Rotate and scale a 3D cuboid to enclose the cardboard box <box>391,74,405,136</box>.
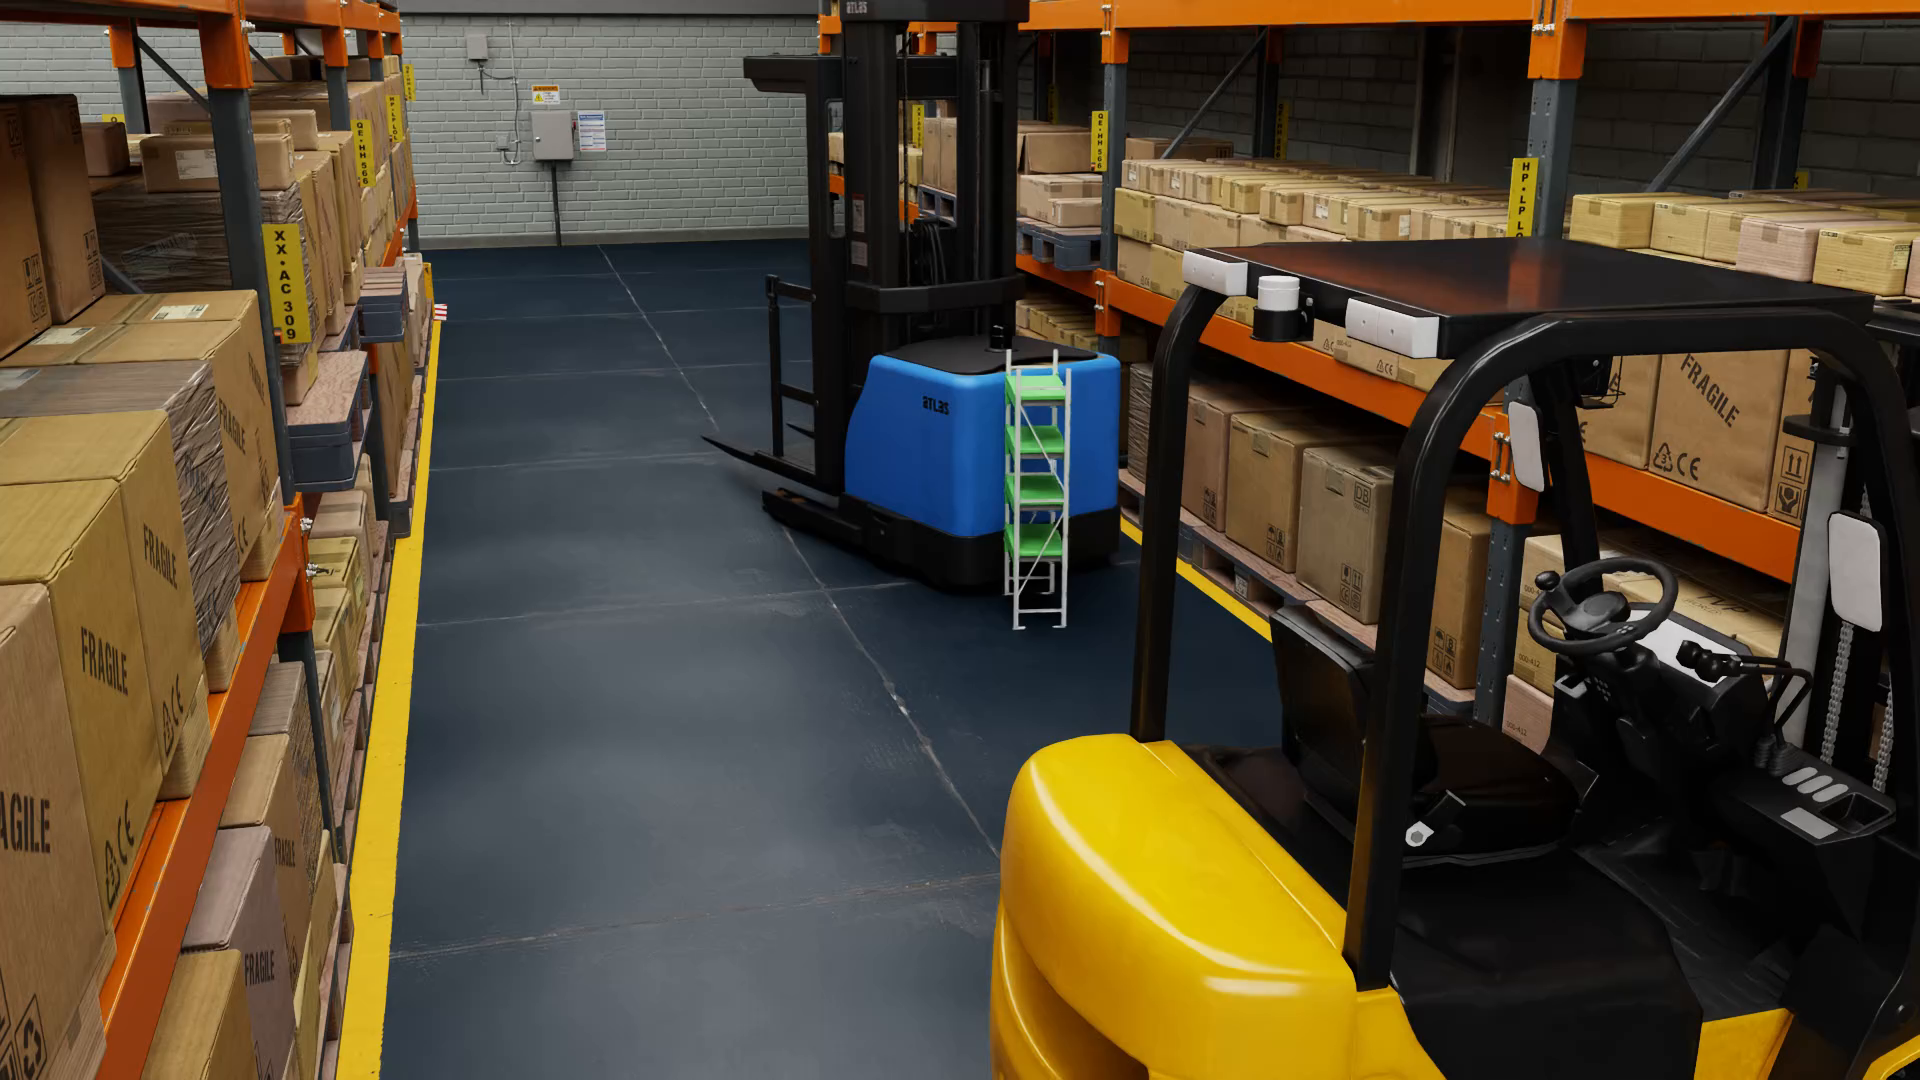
[{"bbox_3d":[-5.007,-3.696,14.130,0.500,0.500,0.500,-5,17,-16],"label":"cardboard box"}]

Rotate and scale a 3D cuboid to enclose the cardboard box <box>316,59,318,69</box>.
[{"bbox_3d":[-5.078,-3.574,12.597,0.380,0.149,0.250,-5,17,-16],"label":"cardboard box"}]

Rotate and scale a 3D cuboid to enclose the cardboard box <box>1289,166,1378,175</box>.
[{"bbox_3d":[1.907,-1.826,8.515,0.380,0.149,0.250,-5,17,-16],"label":"cardboard box"}]

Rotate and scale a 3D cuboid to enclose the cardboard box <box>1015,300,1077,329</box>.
[{"bbox_3d":[0.580,-1.544,11.365,0.380,0.149,0.250,-6,18,-18],"label":"cardboard box"}]

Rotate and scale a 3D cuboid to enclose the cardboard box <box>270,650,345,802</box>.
[{"bbox_3d":[-2.522,0.669,5.350,0.950,0.372,0.625,-4,17,-15],"label":"cardboard box"}]

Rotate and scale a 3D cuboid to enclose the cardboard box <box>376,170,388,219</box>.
[{"bbox_3d":[-3.769,-2.101,10.123,0.500,0.250,0.500,-4,17,-14],"label":"cardboard box"}]

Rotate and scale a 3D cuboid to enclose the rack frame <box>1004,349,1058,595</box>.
[{"bbox_3d":[0.336,-0.311,7.903,0.240,1.200,0.015,-1,17,-3],"label":"rack frame"}]

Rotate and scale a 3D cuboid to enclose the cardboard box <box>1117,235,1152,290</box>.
[{"bbox_3d":[1.184,-1.530,9.092,0.500,0.250,0.500,-5,17,-15],"label":"cardboard box"}]

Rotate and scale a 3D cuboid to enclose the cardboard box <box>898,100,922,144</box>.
[{"bbox_3d":[-0.623,-3.825,14.911,0.500,0.500,0.500,-4,17,-14],"label":"cardboard box"}]

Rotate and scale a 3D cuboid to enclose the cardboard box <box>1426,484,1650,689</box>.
[{"bbox_3d":[2.242,0.155,6.618,0.875,0.625,0.625,-4,17,-13],"label":"cardboard box"}]

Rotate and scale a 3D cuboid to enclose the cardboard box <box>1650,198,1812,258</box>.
[{"bbox_3d":[2.374,-0.963,5.125,0.380,0.149,0.250,-4,17,-14],"label":"cardboard box"}]

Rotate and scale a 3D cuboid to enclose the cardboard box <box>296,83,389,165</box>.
[{"bbox_3d":[-4.060,-2.737,10.938,0.500,0.500,0.500,-4,17,-14],"label":"cardboard box"}]

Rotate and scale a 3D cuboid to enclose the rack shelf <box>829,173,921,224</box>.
[{"bbox_3d":[-0.352,-3.059,15.171,1.077,0.370,4.000,-5,17,-15],"label":"rack shelf"}]

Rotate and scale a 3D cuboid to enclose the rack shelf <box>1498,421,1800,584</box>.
[{"bbox_3d":[2.946,0.261,4.121,1.077,0.370,4.000,-5,17,-15],"label":"rack shelf"}]

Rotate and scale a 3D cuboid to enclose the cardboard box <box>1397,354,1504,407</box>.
[{"bbox_3d":[2.006,-0.684,6.276,0.500,0.250,0.500,-4,17,-14],"label":"cardboard box"}]

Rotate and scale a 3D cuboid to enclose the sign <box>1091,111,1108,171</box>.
[{"bbox_3d":[0.778,-2.215,9.236,0.100,0.325,0.005,-5,17,-15],"label":"sign"}]

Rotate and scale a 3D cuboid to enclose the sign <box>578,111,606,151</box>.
[{"bbox_3d":[-4.767,-5.297,21.539,0.329,0.494,0.001,-5,17,-15],"label":"sign"}]

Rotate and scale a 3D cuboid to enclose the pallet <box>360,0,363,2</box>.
[{"bbox_3d":[-4.274,-3.552,10.681,0.805,0.209,1.217,-5,18,-17],"label":"pallet"}]

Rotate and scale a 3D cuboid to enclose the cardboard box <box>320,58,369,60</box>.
[{"bbox_3d":[-4.497,-3.471,12.256,0.380,0.149,0.250,-4,17,-14],"label":"cardboard box"}]

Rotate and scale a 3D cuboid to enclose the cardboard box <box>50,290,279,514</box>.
[{"bbox_3d":[-2.014,-0.331,4.149,0.500,0.500,0.500,-5,17,-17],"label":"cardboard box"}]

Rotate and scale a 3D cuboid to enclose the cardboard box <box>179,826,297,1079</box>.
[{"bbox_3d":[-1.672,0.937,3.365,0.500,0.500,0.500,-4,17,-12],"label":"cardboard box"}]

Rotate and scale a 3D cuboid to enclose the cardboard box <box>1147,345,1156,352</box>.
[{"bbox_3d":[1.335,-1.024,10.761,0.500,0.500,0.500,-5,17,-15],"label":"cardboard box"}]

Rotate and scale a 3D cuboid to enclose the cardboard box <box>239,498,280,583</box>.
[{"bbox_3d":[-1.919,0.010,4.142,0.380,0.149,0.250,-4,17,-14],"label":"cardboard box"}]

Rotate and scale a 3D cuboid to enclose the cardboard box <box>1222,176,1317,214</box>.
[{"bbox_3d":[1.466,-1.635,7.878,0.380,0.149,0.250,-4,17,-14],"label":"cardboard box"}]

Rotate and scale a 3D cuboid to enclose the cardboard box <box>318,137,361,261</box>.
[{"bbox_3d":[-2.930,-1.496,7.297,0.500,0.500,0.500,-5,17,-16],"label":"cardboard box"}]

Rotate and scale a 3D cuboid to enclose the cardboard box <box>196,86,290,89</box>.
[{"bbox_3d":[-4.427,-2.561,10.354,0.500,0.500,0.500,-5,17,-17],"label":"cardboard box"}]

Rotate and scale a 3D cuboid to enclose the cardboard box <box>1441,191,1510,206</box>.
[{"bbox_3d":[2.281,-1.397,7.089,0.380,0.149,0.250,-5,17,-15],"label":"cardboard box"}]

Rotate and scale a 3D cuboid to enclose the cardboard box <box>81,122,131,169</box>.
[{"bbox_3d":[-3.019,-1.319,5.582,0.380,0.149,0.250,-5,18,-18],"label":"cardboard box"}]

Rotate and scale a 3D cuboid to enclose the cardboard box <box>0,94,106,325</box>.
[{"bbox_3d":[-2.463,-0.774,3.886,0.700,0.500,0.500,-5,17,-16],"label":"cardboard box"}]

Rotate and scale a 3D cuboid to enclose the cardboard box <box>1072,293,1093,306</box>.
[{"bbox_3d":[1.013,-1.659,11.748,0.380,0.149,0.250,-5,18,-17],"label":"cardboard box"}]

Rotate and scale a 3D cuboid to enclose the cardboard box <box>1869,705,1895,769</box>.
[{"bbox_3d":[2.643,0.583,4.109,0.500,0.250,0.500,-5,17,-16],"label":"cardboard box"}]

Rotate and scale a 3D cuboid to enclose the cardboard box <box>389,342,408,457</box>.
[{"bbox_3d":[-3.826,-0.978,9.959,0.875,0.875,0.875,-4,17,-15],"label":"cardboard box"}]

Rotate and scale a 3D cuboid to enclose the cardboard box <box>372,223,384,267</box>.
[{"bbox_3d":[-3.664,-1.720,9.724,0.500,0.250,0.500,-4,17,-13],"label":"cardboard box"}]

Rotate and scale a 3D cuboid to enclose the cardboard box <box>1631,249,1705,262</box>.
[{"bbox_3d":[2.304,-0.815,5.151,0.380,0.149,0.250,-4,17,-14],"label":"cardboard box"}]

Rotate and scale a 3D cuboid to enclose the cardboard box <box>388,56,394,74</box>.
[{"bbox_3d":[-5.107,-4.111,14.385,0.380,0.149,0.250,-4,17,-14],"label":"cardboard box"}]

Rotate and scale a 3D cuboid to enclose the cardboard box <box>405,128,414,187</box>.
[{"bbox_3d":[-5.286,-3.498,15.211,0.500,0.500,0.500,-5,17,-15],"label":"cardboard box"}]

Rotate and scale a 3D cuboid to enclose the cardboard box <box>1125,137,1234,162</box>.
[{"bbox_3d":[1.306,-2.147,9.983,0.500,0.500,0.500,-4,17,-13],"label":"cardboard box"}]

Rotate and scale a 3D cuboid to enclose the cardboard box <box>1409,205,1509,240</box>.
[{"bbox_3d":[1.984,-1.215,6.480,0.380,0.149,0.250,-5,17,-15],"label":"cardboard box"}]

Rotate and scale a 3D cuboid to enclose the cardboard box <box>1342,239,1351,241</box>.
[{"bbox_3d":[1.867,-1.062,6.666,0.500,0.250,0.500,-5,17,-17],"label":"cardboard box"}]

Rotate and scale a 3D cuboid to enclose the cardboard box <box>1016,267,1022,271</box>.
[{"bbox_3d":[0.576,-2.086,13.169,0.380,0.149,0.250,-5,18,-17],"label":"cardboard box"}]

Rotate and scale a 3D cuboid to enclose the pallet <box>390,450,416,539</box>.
[{"bbox_3d":[-3.619,-0.239,9.380,1.003,0.211,1.213,-5,17,-15],"label":"pallet"}]

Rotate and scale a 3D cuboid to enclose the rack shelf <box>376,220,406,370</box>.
[{"bbox_3d":[-4.024,-1.559,10.178,1.077,0.370,4.000,-5,17,-15],"label":"rack shelf"}]

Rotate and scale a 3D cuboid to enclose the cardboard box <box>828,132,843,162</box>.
[{"bbox_3d":[-1.036,-3.880,16.400,0.500,0.250,0.500,-5,17,-15],"label":"cardboard box"}]

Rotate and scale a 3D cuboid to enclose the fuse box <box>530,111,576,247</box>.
[{"bbox_3d":[-5.185,-4.630,21.390,0.539,1.711,0.414,-5,17,-15],"label":"fuse box"}]

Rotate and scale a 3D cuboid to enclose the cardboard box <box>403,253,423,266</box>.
[{"bbox_3d":[-5.396,-2.362,15.327,0.875,0.438,0.875,-5,18,-17],"label":"cardboard box"}]

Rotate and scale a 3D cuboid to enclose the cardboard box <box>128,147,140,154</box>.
[{"bbox_3d":[-3.271,-1.309,6.675,0.500,0.500,0.500,-4,17,-14],"label":"cardboard box"}]

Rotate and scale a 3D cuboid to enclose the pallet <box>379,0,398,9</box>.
[{"bbox_3d":[-5.459,-4.753,14.501,1.003,0.211,1.213,-5,17,-15],"label":"pallet"}]

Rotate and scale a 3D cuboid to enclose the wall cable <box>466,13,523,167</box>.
[{"bbox_3d":[-5.885,-5.723,21.024,0.588,1.984,0.122,-5,17,-15],"label":"wall cable"}]

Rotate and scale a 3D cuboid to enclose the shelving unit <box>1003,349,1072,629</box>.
[{"bbox_3d":[0.351,-0.241,7.670,0.258,1.200,0.503,-1,17,-3],"label":"shelving unit"}]

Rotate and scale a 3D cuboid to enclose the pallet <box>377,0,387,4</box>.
[{"bbox_3d":[-4.789,-4.078,12.254,1.003,0.211,1.213,-5,17,-15],"label":"pallet"}]

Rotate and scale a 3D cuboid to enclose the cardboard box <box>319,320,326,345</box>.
[{"bbox_3d":[-2.532,-0.788,6.067,0.380,0.149,0.250,-5,17,-15],"label":"cardboard box"}]

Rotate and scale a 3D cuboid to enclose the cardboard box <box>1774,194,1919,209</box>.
[{"bbox_3d":[2.804,-1.001,5.253,0.380,0.149,0.250,-5,17,-17],"label":"cardboard box"}]

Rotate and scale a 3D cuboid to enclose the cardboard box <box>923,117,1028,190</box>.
[{"bbox_3d":[0.116,-2.948,12.647,0.700,0.500,0.500,-4,17,-14],"label":"cardboard box"}]

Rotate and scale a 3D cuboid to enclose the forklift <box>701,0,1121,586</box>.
[{"bbox_3d":[-0.453,-1.546,9.005,1.130,2.935,3.031,-12,20,-34],"label":"forklift"}]

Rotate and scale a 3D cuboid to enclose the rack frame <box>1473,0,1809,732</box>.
[{"bbox_3d":[2.396,-0.637,5.859,1.000,3.000,0.127,-5,17,-15],"label":"rack frame"}]
